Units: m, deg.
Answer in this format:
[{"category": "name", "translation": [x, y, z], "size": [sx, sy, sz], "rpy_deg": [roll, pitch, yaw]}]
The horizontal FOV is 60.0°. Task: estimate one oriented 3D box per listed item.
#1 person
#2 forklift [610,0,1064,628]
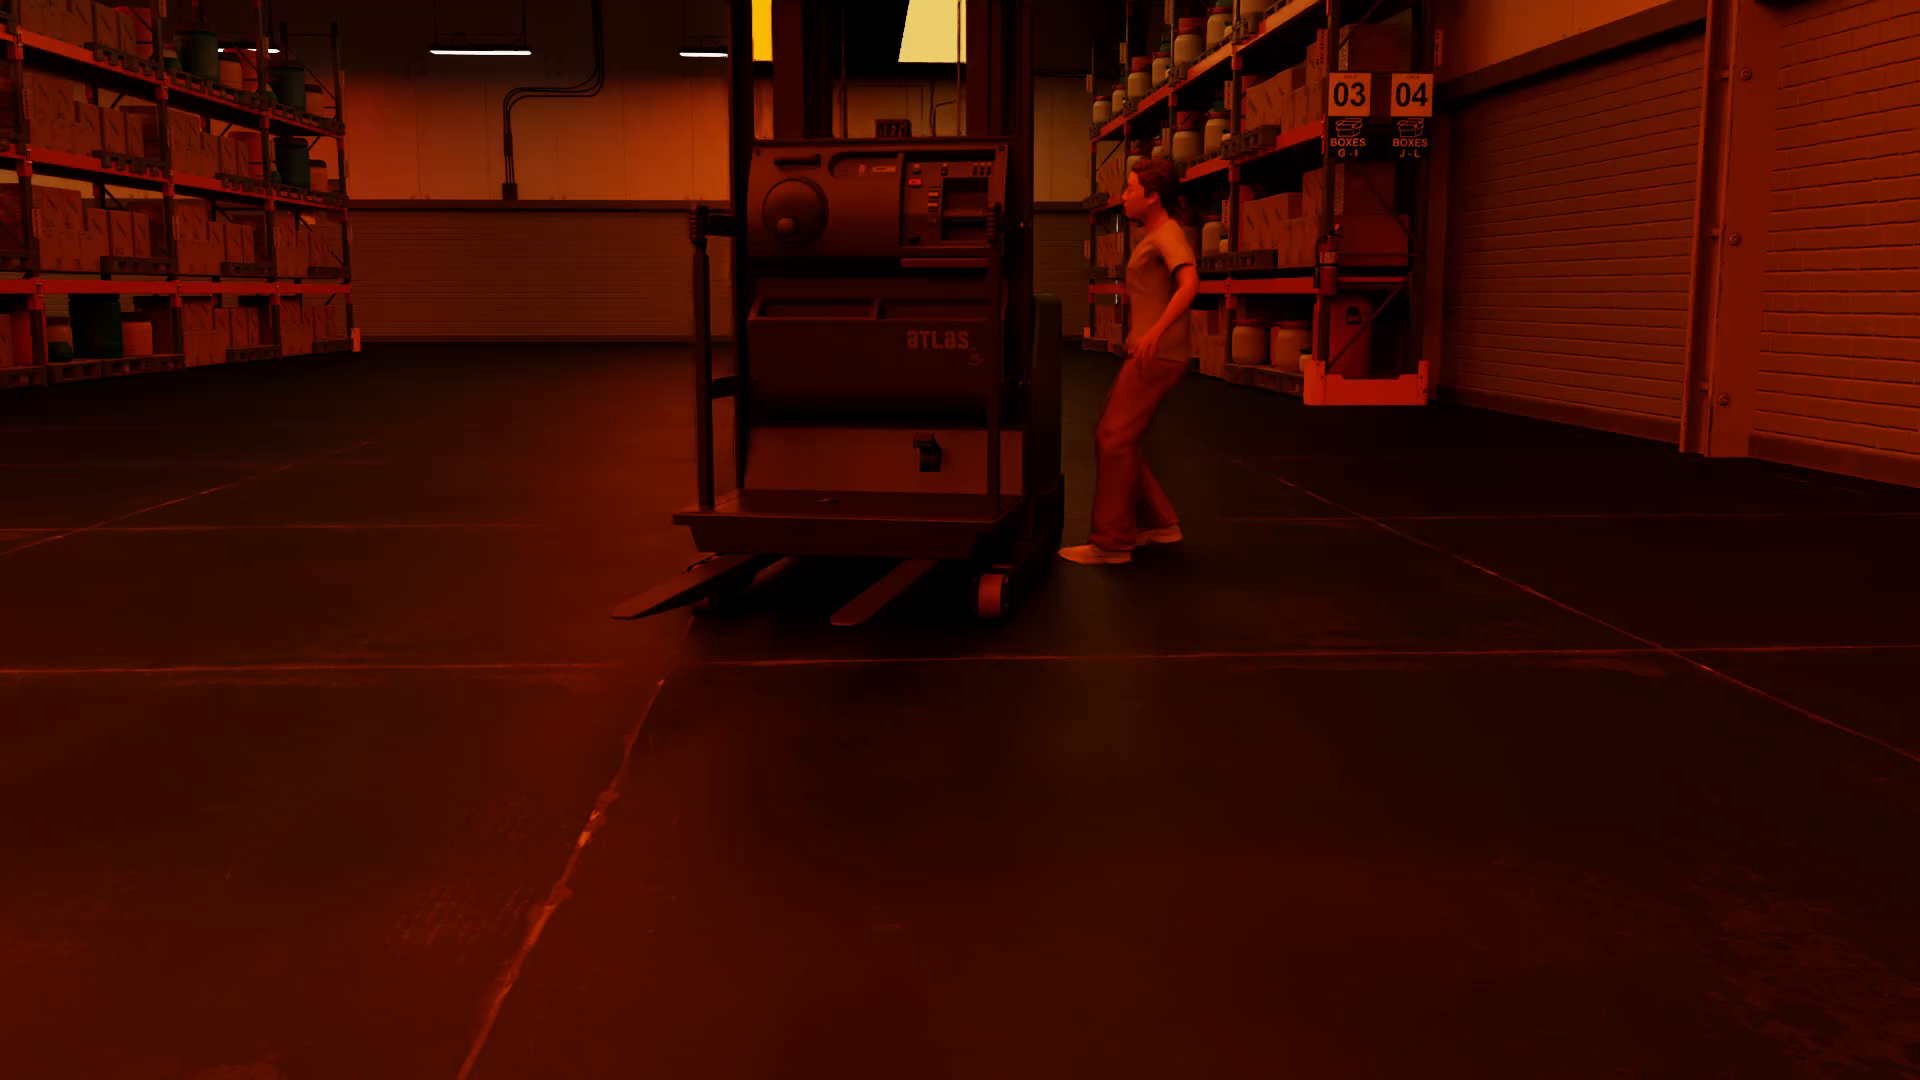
[{"category": "person", "translation": [0.685, -0.727, 6.786], "size": [0.539, 1.626, 0.799], "rpy_deg": [1, 8, 5]}, {"category": "forklift", "translation": [-0.328, -1.236, 5.656], "size": [1.130, 2.935, 3.031], "rpy_deg": [2, 9, 10]}]
